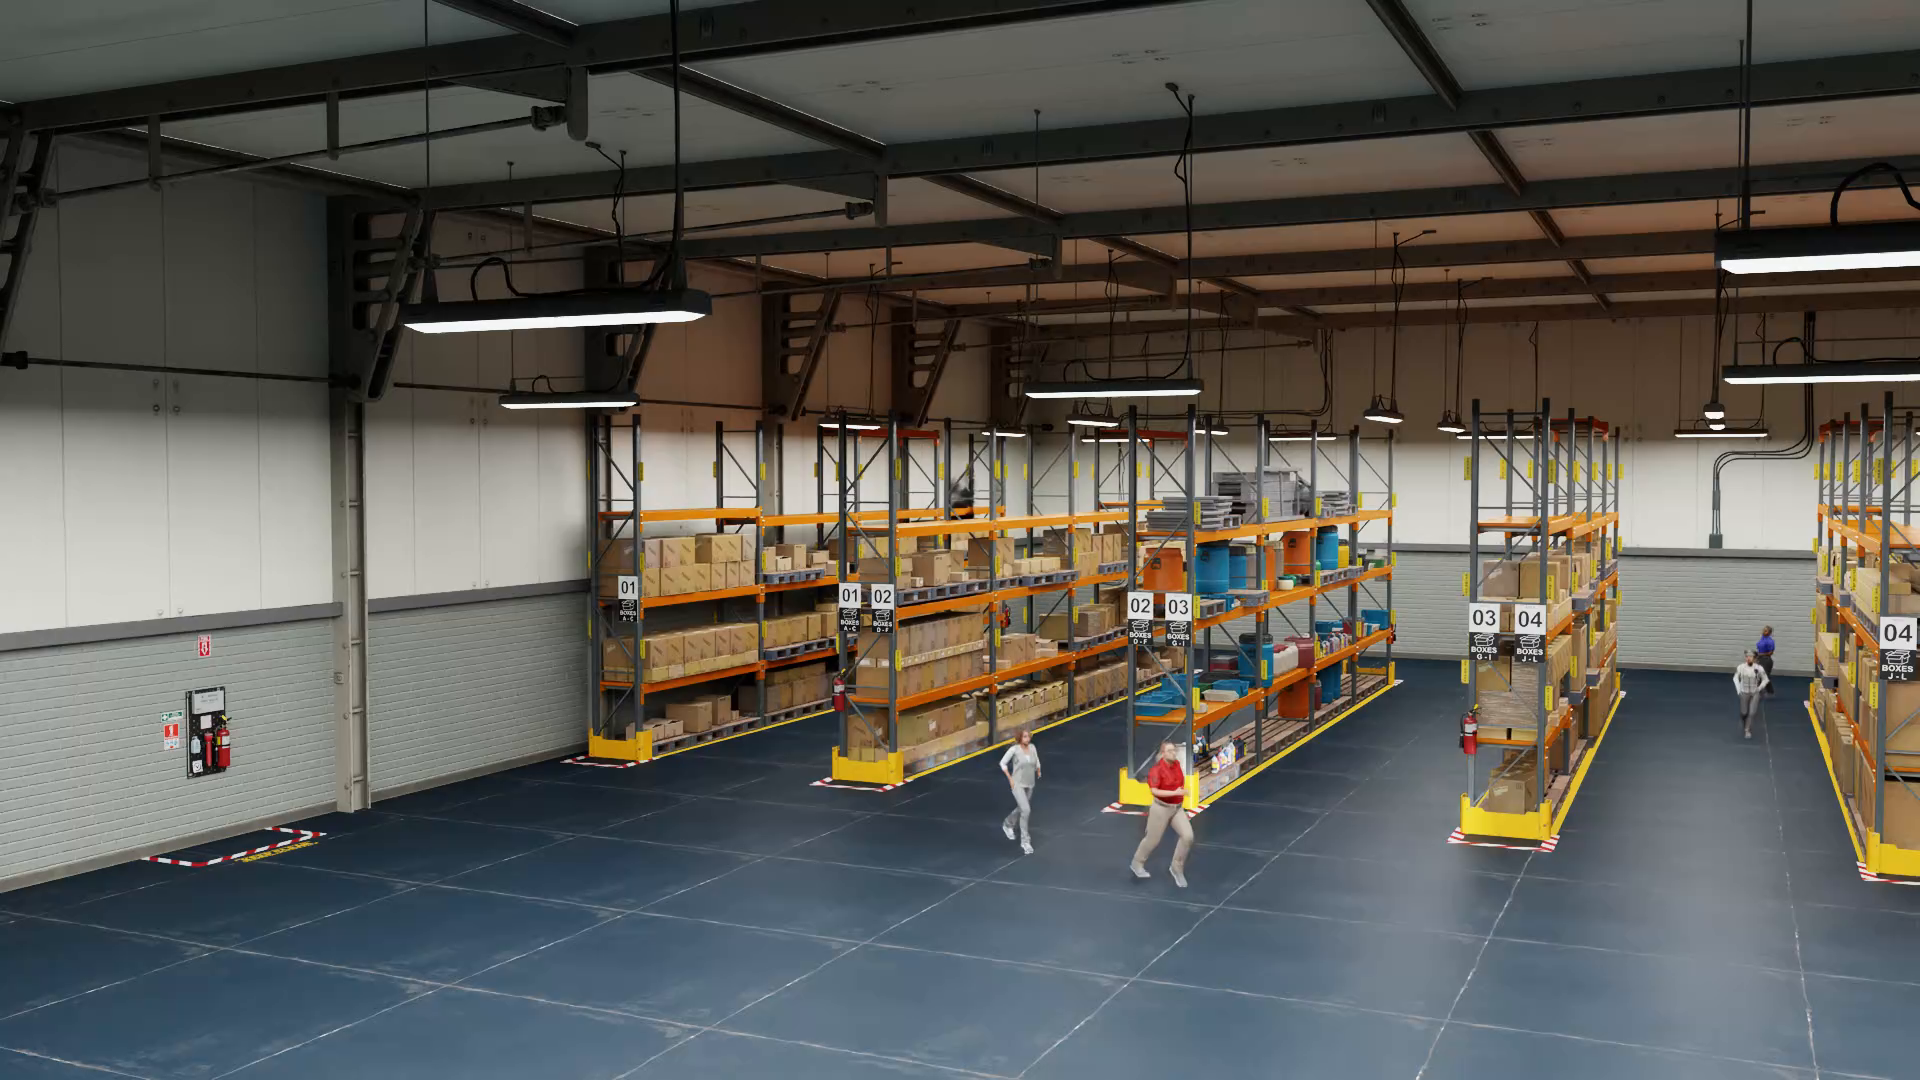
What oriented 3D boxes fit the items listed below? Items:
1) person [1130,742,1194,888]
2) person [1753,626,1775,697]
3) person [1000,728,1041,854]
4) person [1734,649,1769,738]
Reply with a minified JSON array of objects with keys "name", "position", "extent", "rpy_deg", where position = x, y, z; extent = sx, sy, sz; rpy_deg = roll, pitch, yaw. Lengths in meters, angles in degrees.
[{"name":"person","position":[2.501,3.321,20.159],"extent":[0.673,1.777,0.911],"rpy_deg":[-2,3,-36]},{"name":"person","position":[17.607,2.707,36.357],"extent":[0.679,1.692,0.590],"rpy_deg":[-1,2,-17]},{"name":"person","position":[0.802,3.287,22.081],"extent":[0.534,1.620,0.775],"rpy_deg":[-2,3,-34]},{"name":"person","position":[14.921,2.891,31.370],"extent":[0.612,1.673,0.561],"rpy_deg":[1,3,29]}]
